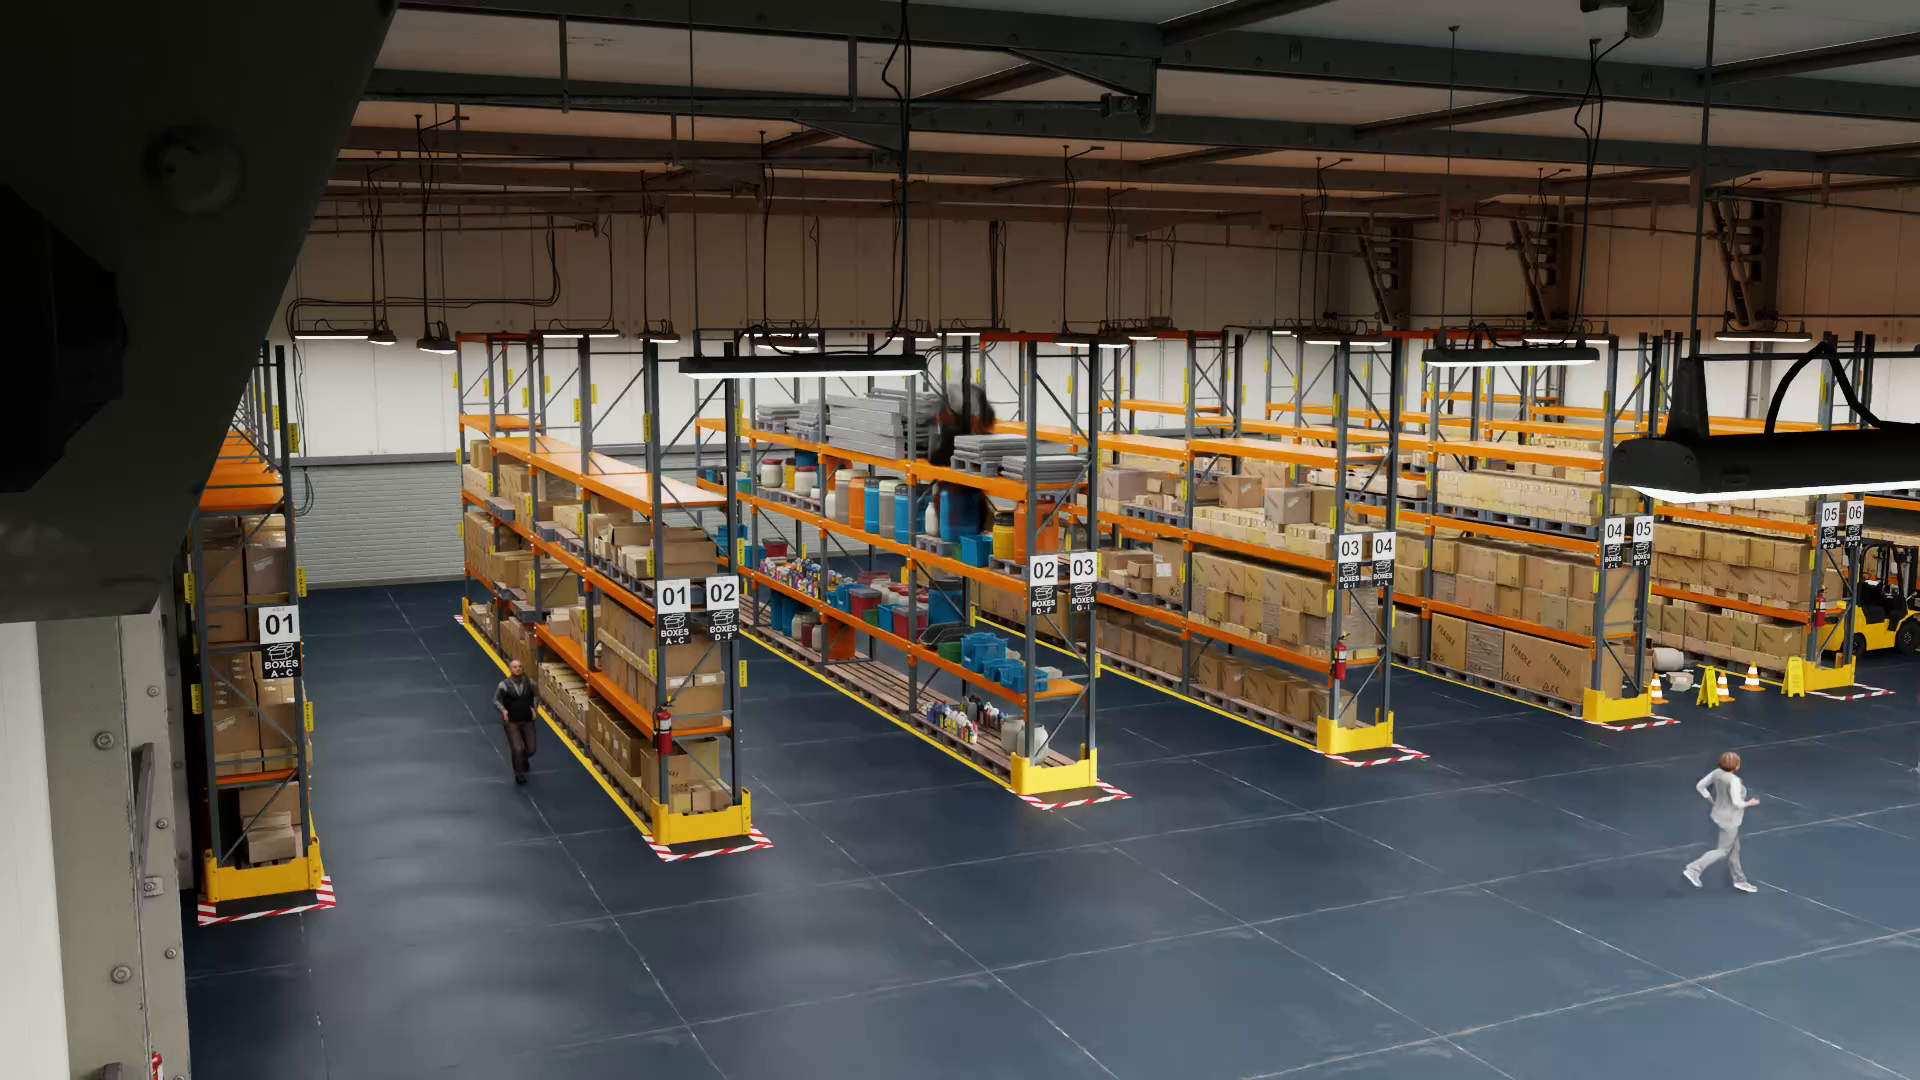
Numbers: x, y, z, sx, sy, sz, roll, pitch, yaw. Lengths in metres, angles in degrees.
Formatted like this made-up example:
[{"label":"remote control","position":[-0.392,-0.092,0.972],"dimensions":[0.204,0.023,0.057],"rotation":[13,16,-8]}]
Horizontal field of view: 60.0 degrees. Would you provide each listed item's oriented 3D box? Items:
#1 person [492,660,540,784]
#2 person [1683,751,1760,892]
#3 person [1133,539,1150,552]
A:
[{"label":"person","position":[-6.020,2.460,22.642],"dimensions":[0.657,1.671,0.612],"rotation":[-4,9,-27]},{"label":"person","position":[8.354,3.088,18.167],"dimensions":[0.840,1.597,0.540],"rotation":[0,8,-3]},{"label":"person","position":[4.638,-0.210,41.995],"dimensions":[0.720,1.630,0.597],"rotation":[-6,10,-40]}]
